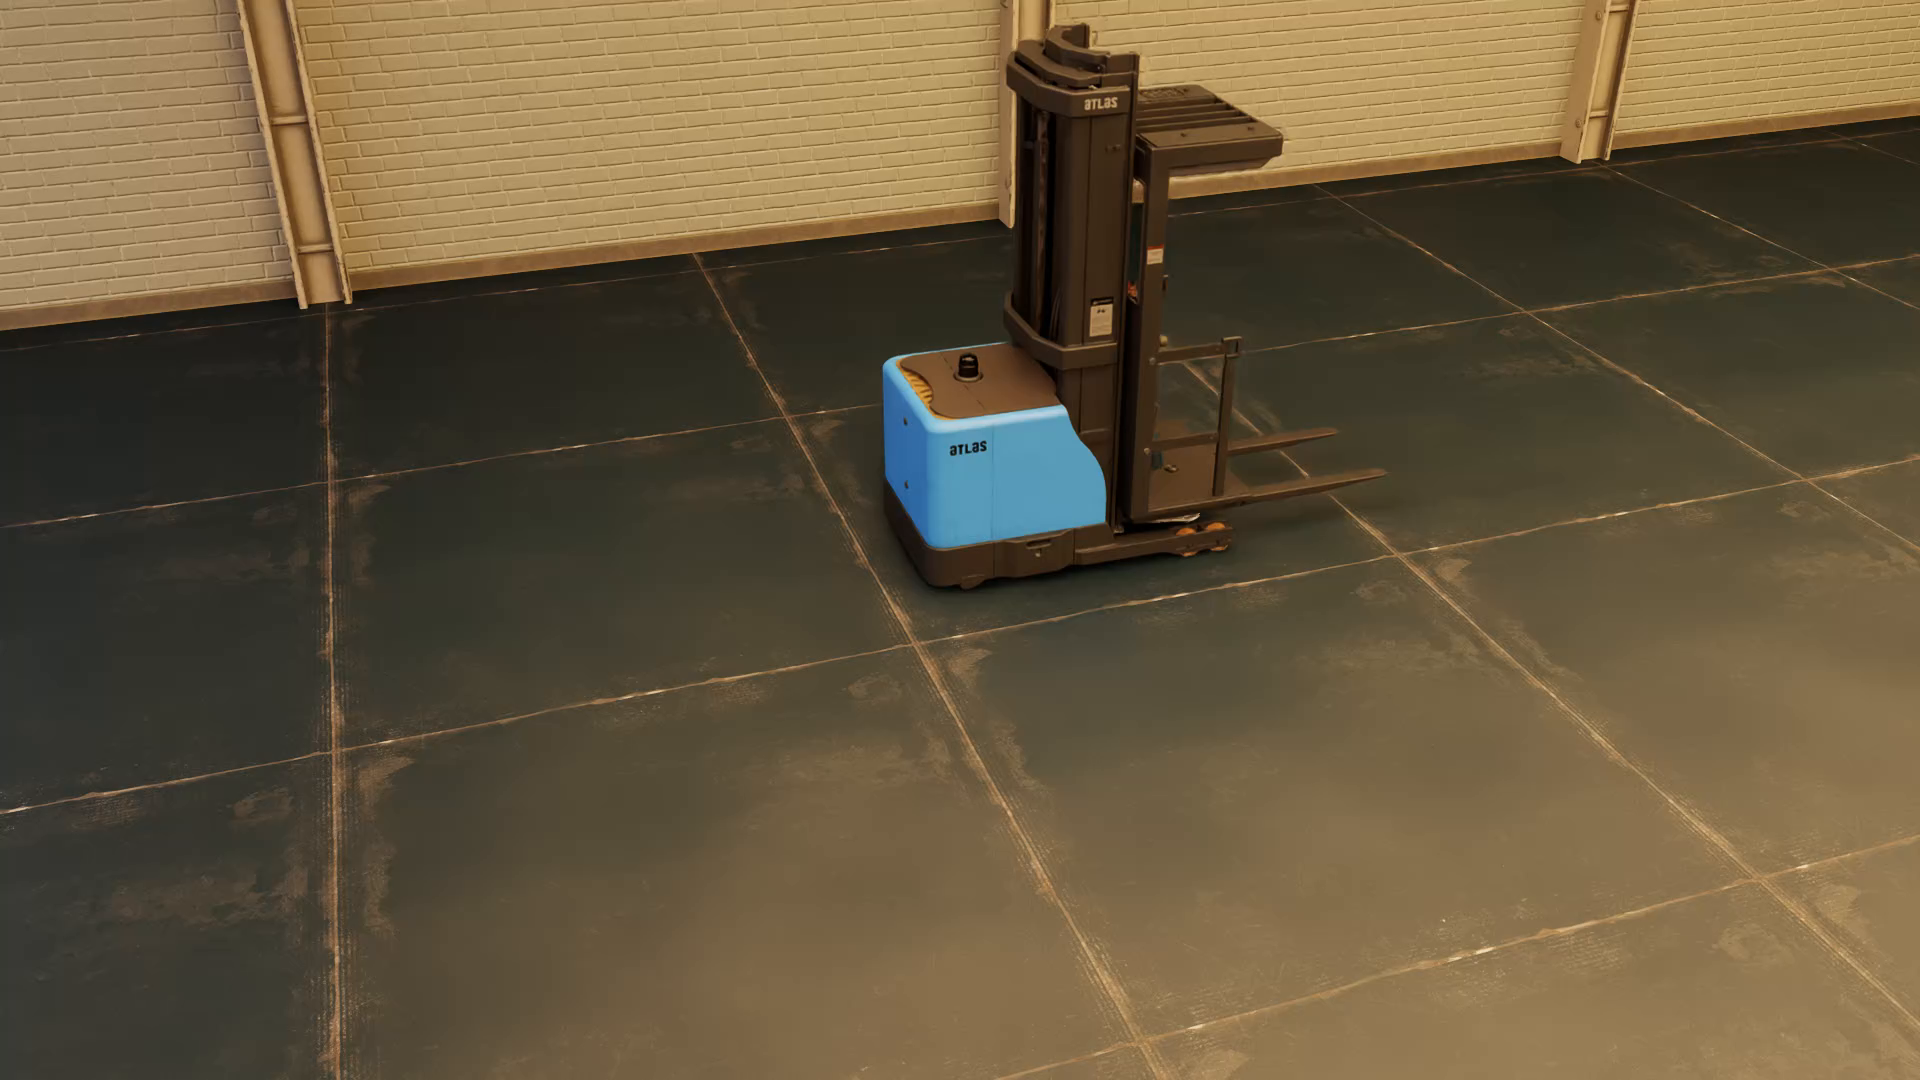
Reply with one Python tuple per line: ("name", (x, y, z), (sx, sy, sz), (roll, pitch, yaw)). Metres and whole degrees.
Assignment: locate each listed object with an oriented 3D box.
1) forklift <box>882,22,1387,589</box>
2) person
("forklift", (1.108, -1.414, 9.545), (3.031, 2.935, 1.130), (-9, 31, -16))
("person", (1.092, -0.762, 9.795), (0.679, 1.544, 0.702), (14, 33, 23))
